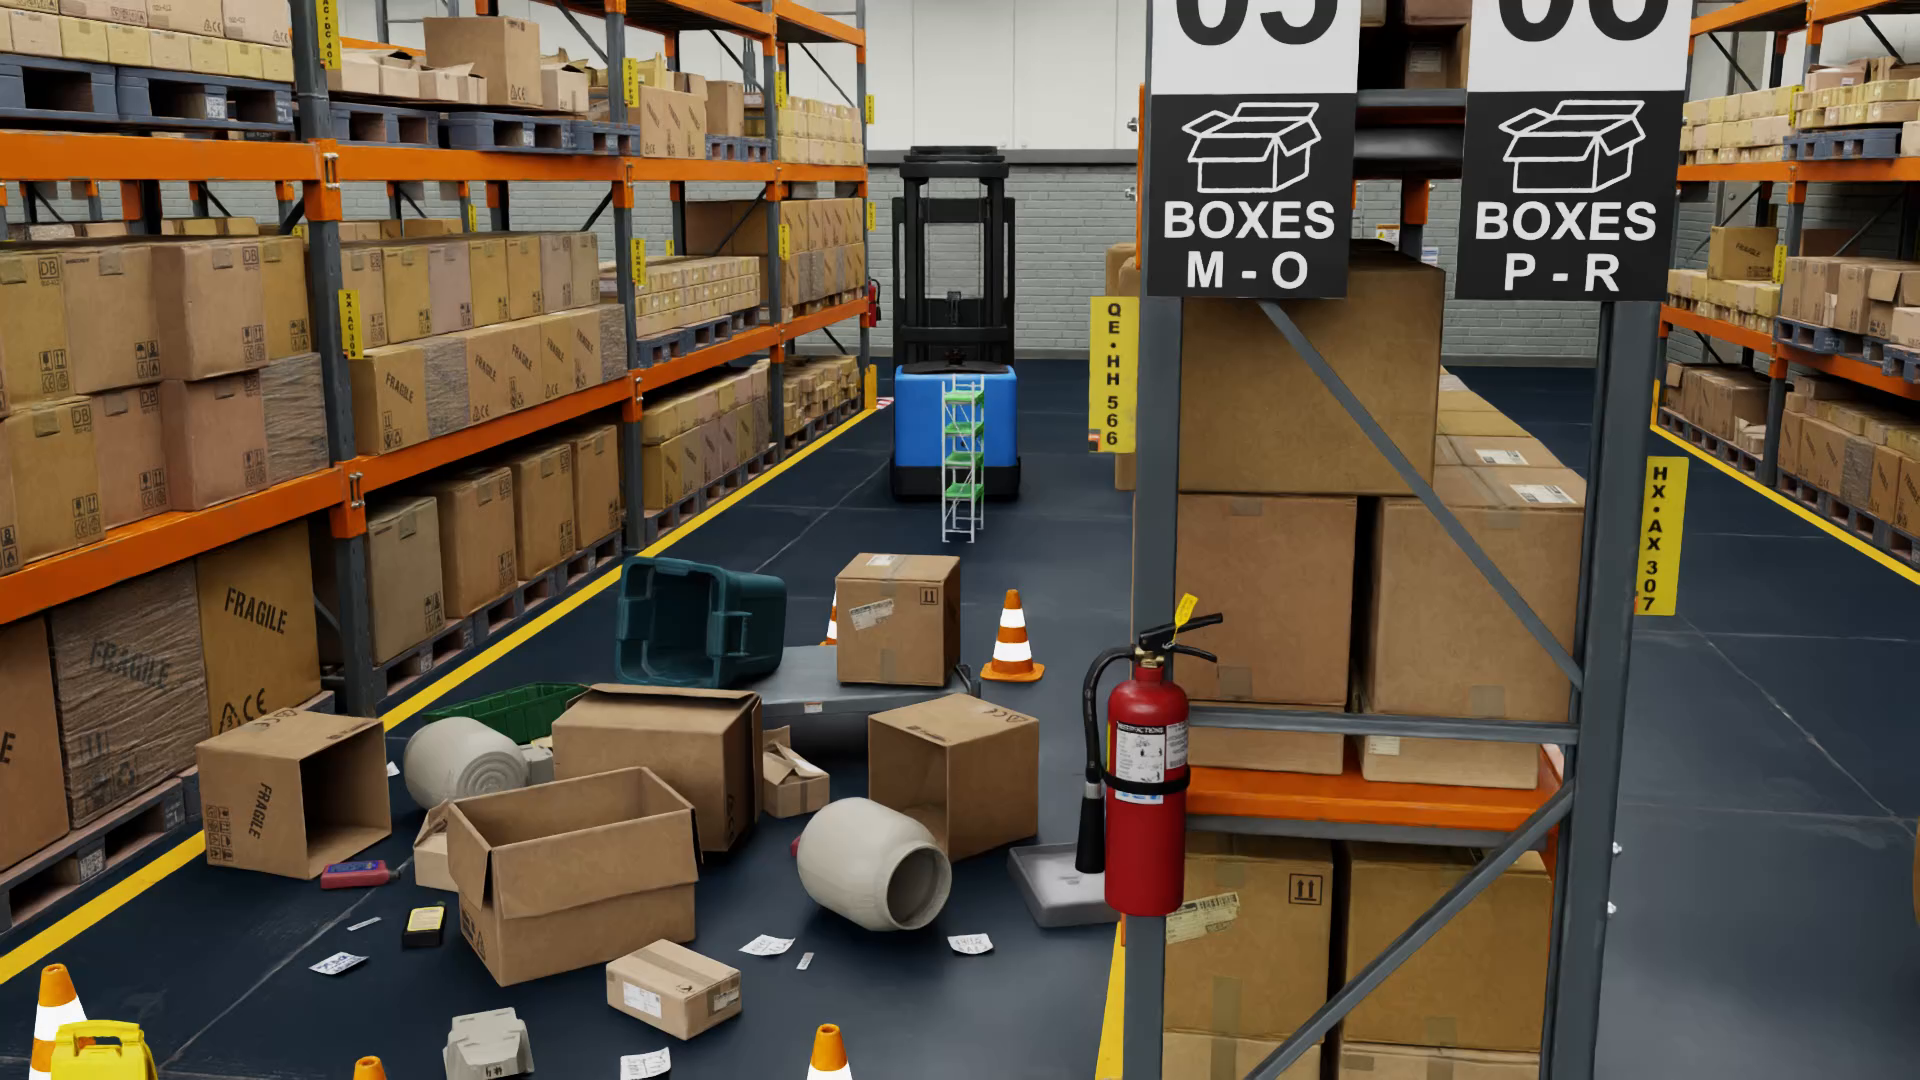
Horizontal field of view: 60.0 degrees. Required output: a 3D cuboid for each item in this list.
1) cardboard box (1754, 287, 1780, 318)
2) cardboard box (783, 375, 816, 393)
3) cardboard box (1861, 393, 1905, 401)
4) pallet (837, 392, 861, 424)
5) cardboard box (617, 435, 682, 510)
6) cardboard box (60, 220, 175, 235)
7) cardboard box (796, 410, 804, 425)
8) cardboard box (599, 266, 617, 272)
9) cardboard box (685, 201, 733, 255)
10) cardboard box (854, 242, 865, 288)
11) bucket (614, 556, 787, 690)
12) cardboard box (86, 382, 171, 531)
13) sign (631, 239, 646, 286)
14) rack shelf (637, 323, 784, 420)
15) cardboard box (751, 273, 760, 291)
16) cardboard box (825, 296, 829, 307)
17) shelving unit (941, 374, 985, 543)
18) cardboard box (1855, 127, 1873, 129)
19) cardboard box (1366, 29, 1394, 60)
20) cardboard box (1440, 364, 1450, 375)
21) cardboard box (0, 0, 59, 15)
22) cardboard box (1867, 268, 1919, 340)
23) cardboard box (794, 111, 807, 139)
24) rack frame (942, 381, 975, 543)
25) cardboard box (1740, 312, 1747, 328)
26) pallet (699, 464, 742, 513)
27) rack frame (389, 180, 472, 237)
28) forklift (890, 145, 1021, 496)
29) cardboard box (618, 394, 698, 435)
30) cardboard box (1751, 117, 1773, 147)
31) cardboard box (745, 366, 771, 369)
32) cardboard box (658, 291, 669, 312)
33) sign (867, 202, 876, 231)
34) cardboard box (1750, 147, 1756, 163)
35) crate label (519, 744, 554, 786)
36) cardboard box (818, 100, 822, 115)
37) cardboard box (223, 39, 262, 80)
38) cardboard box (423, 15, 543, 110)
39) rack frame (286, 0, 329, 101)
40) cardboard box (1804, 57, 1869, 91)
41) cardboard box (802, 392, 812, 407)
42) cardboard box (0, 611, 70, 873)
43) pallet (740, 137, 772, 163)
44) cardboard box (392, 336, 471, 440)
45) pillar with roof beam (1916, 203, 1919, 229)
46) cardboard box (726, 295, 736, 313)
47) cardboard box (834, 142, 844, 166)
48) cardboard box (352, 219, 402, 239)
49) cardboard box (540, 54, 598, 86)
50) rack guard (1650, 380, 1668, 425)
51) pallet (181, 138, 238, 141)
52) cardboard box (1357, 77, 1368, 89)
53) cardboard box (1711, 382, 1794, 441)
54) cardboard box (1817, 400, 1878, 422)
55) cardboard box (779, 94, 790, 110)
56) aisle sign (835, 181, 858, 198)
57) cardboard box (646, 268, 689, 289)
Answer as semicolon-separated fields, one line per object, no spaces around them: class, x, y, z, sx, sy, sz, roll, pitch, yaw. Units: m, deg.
cardboard box;7.454;-2.126;14.887;0.500;0.250;0.500;2;12;10
cardboard box;-1.709;-1.622;17.256;0.380;0.149;0.250;2;12;10
cardboard box;7.845;-1.154;14.126;0.380;0.149;0.250;1;12;6
pallet;-1.752;-1.525;19.068;1.003;0.211;1.213;2;12;9
cardboard box;-2.449;-0.529;12.763;0.500;0.500;0.500;1;12;6
cardboard box;-7.368;-2.554;14.608;0.797;0.503;0.637;2;12;10
cardboard box;-1.794;-1.225;16.828;0.380;0.149;0.250;2;12;8
cardboard box;-2.987;-2.166;13.610;0.380;0.149;0.250;2;12;11
cardboard box;-2.390;-3.029;16.110;0.500;0.500;0.500;1;12;7
cardboard box;-1.395;-3.164;19.112;0.500;0.500;0.500;2;12;10
bucket;-1.168;0.386;7.742;0.726;0.611;0.620;7;4;28
cardboard box;-3.732;-0.346;6.623;0.875;0.550;0.550;2;12;9
sign;-2.261;-1.955;11.697;0.100;0.325;0.005;2;12;9
rack shelf;-2.503;-1.471;13.907;1.077;0.370;4.000;2;12;9
cardboard box;-2.061;-2.378;15.300;0.380;0.149;0.250;2;12;10
cardboard box;-1.636;-2.607;18.065;0.380;0.149;0.250;1;12;6
shelving unit;0.025;-0.621;12.527;0.258;1.200;0.503;2;12;9
cardboard box;7.639;-3.472;13.726;0.380;0.149;0.250;2;12;8
cardboard box;1.294;-1.341;4.124;0.500;0.250;0.500;2;12;8
cardboard box;1.586;-0.421;6.382;0.500;0.500;0.500;2;12;11
cardboard box;-3.481;-1.941;5.676;0.500;0.250;0.500;2;12;8
cardboard box;7.070;-1.709;12.059;0.797;0.503;0.637;2;12;7
cardboard box;-1.803;-4.072;16.320;0.500;0.250;0.500;2;12;8
rack frame;-0.012;-0.570;12.291;0.240;1.200;0.015;2;12;9
cardboard box;7.518;-2.055;15.505;0.380;0.149;0.250;2;12;10
pallet;-2.499;-0.459;14.123;1.003;0.211;1.213;2;12;9
rack frame;-6.465;-3.253;20.470;1.000;3.000;0.127;2;12;9
forklift;-0.063;-2.060;15.093;1.130;2.935;3.031;0;12;-1
cardboard box;-2.387;-0.998;13.159;0.500;0.250;0.500;2;12;8
cardboard box;7.513;-3.695;15.049;0.500;0.250;0.500;1;12;7
cardboard box;-2.179;-1.802;18.091;0.380;0.149;0.250;2;12;10
cardboard box;-2.460;-1.841;12.807;0.380;0.149;0.250;1;12;7
sign;-1.035;-3.770;19.369;0.100;0.325;0.005;2;12;9
cardboard box;7.583;-3.580;15.460;0.380;0.149;0.250;2;12;11
crate label;-1.945;1.017;7.450;0.298;0.136;0.250;-7;14;-30
cardboard box;-1.634;-4.451;17.130;0.380;0.149;0.250;2;12;7
cardboard box;-3.204;-2.033;7.048;0.380;0.149;0.250;2;12;10
cardboard box;-2.801;-2.805;9.797;0.500;0.500;0.500;2;12;9
rack frame;-3.425;-3.506;7.404;1.000;3.000;0.127;2;12;9
cardboard box;7.225;-3.834;13.716;0.396;0.266;0.258;2;12;8
cardboard box;-1.761;-1.481;17.311;0.380;0.149;0.250;2;12;11
cardboard box;-3.868;0.766;5.867;0.875;0.875;0.875;2;12;8
pallet;-2.395;-3.489;14.886;1.213;0.211;1.003;2;12;9
cardboard box;-3.002;-0.828;8.980;0.500;0.500;0.500;2;12;9
pillar with roof beam;4.361;-5.128;14.926;9.100;9.000;0.400;2;12;9
cardboard box;-2.179;-2.074;14.598;0.380;0.149;0.250;1;12;6
cardboard box;-1.549;-4.152;17.876;0.500;0.250;0.500;2;12;11
cardboard box;-6.883;-3.497;19.469;0.500;0.500;0.500;2;12;7
cardboard box;-2.941;-3.496;12.420;0.396;0.266;0.258;2;12;9
rack guard;8.220;-1.535;18.427;1.175;0.500;0.348;2;12;9
pallet;-7.173;-3.601;15.417;0.805;0.209;1.217;1;12;6
cardboard box;1.402;-1.384;5.270;0.380;0.149;0.250;2;12;8
cardboard box;7.715;-1.239;16.057;0.700;0.500;0.500;1;12;7
cardboard box;7.304;-1.060;13.689;0.380;0.149;0.250;1;12;6
cardboard box;-1.836;-4.180;15.871;0.380;0.149;0.250;1;12;6
aisle sign;-1.272;-4.348;19.378;0.394;0.787;0.004;2;12;9
cardboard box;-2.386;-2.088;13.250;0.380;0.149;0.250;2;12;11
